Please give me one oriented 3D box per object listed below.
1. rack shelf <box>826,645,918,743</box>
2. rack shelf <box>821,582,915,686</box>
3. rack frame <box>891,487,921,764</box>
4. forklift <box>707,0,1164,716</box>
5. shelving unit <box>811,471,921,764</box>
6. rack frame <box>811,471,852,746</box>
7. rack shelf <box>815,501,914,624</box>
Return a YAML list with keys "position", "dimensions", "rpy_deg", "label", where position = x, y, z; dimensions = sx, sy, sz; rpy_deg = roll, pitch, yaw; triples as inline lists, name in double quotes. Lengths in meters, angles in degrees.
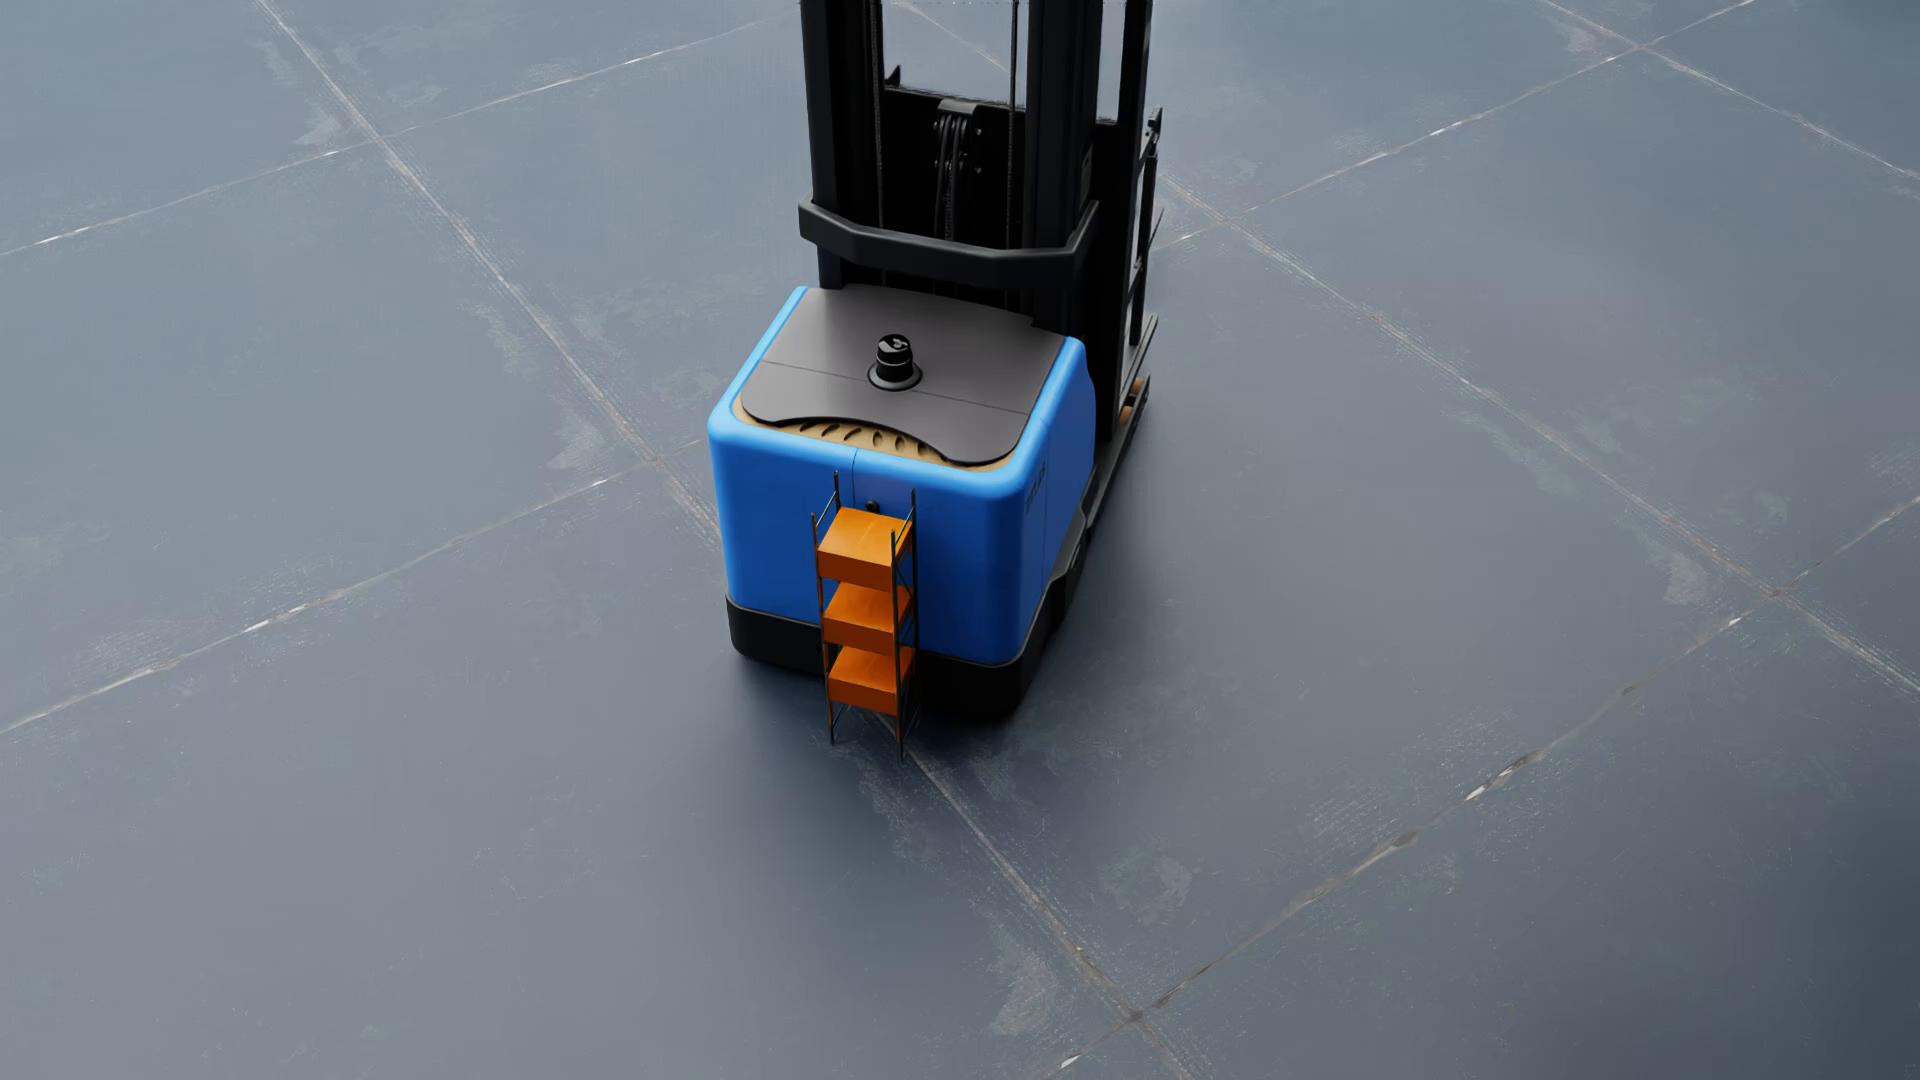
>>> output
- position: [-0.281, 0.474, 5.411]
  dimensions: [0.240, 0.259, 0.215]
  rpy_deg: [12, 45, 13]
  label: "rack shelf"
- position: [-0.281, 0.273, 5.219]
  dimensions: [0.240, 0.259, 0.215]
  rpy_deg: [12, 45, 13]
  label: "rack shelf"
- position: [-0.165, 0.291, 5.185]
  dimensions: [0.008, 1.050, 0.200]
  rpy_deg: [12, 45, 13]
  label: "rack frame"
- position: [0.138, -1.510, 5.710]
  dimensions: [1.130, 2.935, 3.031]
  rpy_deg: [12, 45, 13]
  label: "forklift"
- position: [-0.281, 0.265, 5.212]
  dimensions: [0.252, 1.050, 0.215]
  rpy_deg: [12, 45, 13]
  label: "shelving unit"
- position: [-0.397, 0.240, 5.239]
  dimensions: [0.008, 1.050, 0.200]
  rpy_deg: [12, 45, 13]
  label: "rack frame"
- position: [-0.281, 0.068, 5.023]
  dimensions: [0.240, 0.259, 0.215]
  rpy_deg: [12, 45, 13]
  label: "rack shelf"
